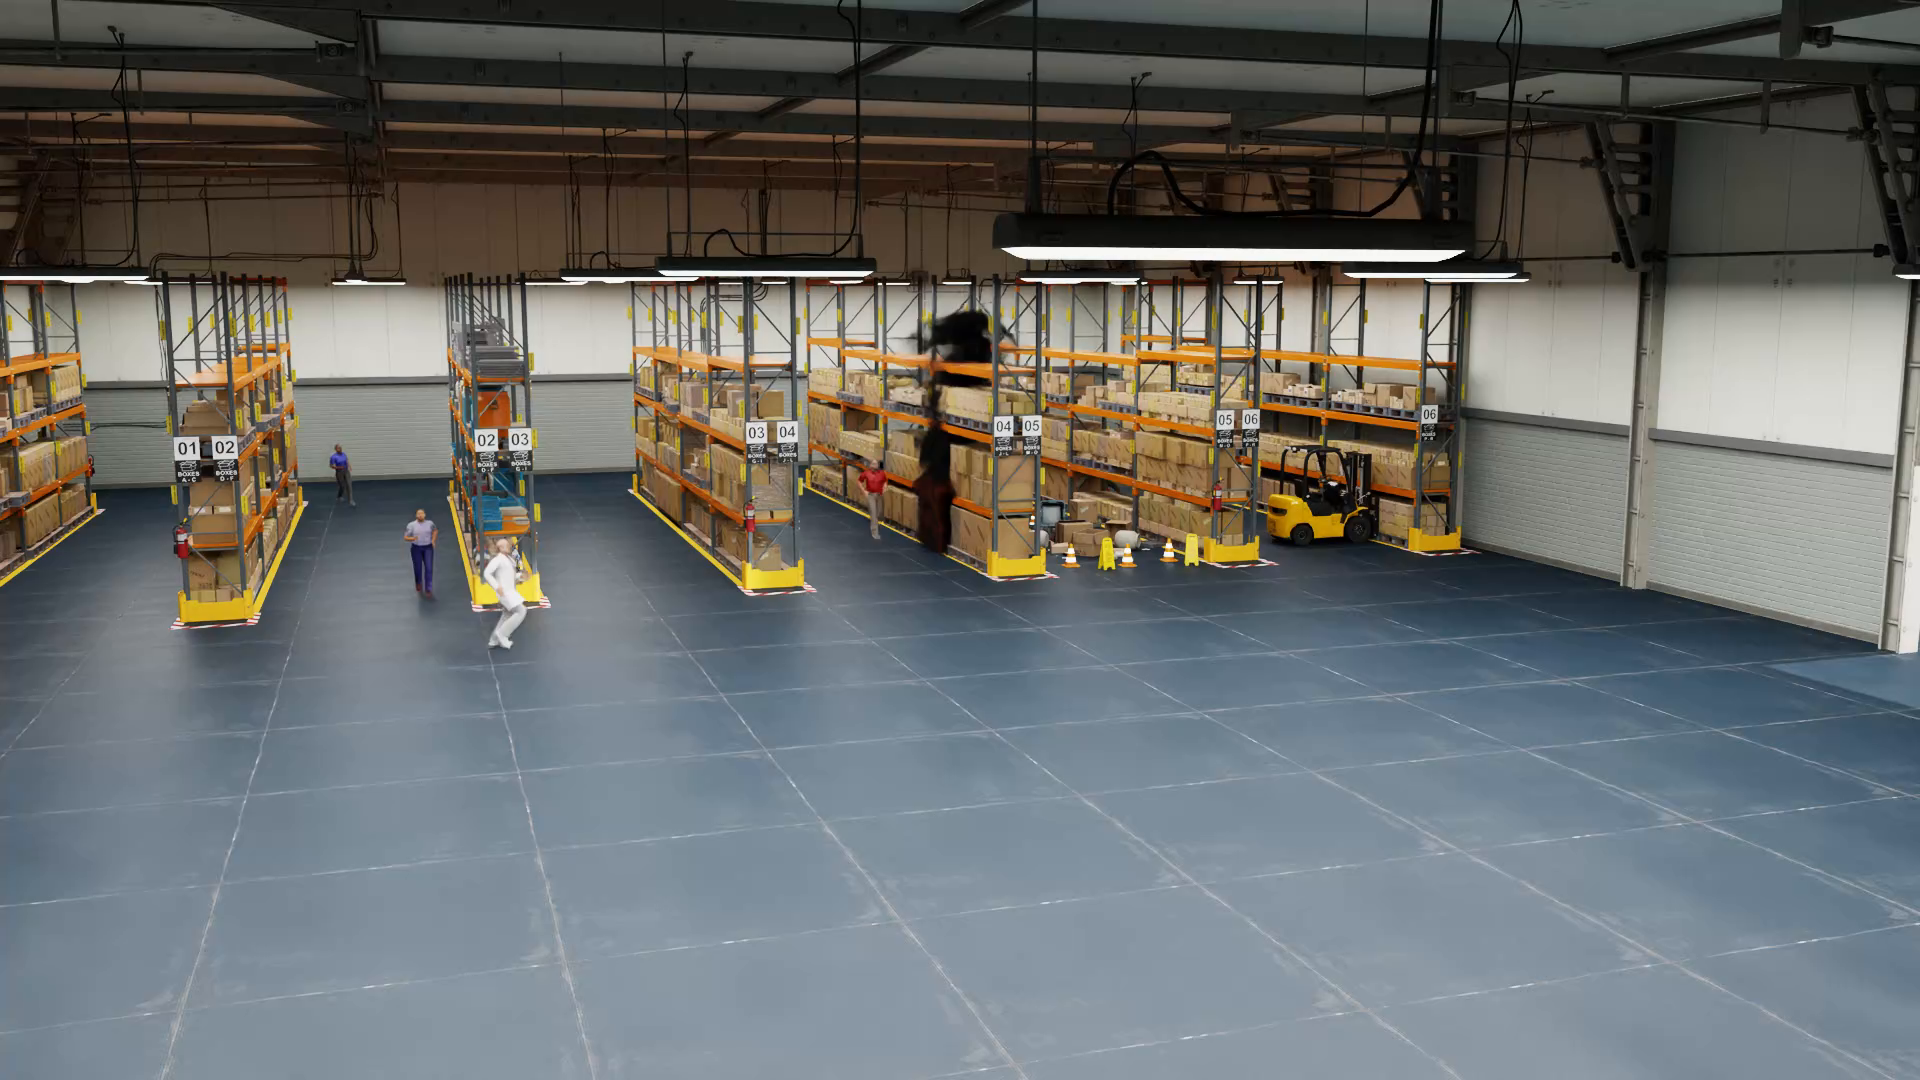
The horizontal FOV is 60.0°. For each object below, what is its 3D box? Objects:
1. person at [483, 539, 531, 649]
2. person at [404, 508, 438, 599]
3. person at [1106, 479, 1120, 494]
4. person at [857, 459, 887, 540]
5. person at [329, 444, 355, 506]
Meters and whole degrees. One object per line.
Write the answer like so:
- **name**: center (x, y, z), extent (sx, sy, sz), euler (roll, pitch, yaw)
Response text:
- **person**: center (-7.198, 0.858, 26.535), extent (0.709, 1.748, 0.674), euler (0, 9, -3)
- **person**: center (-10.034, 0.219, 31.032), extent (0.609, 1.639, 0.908), euler (-3, 9, -21)
- **person**: center (4.049, -1.892, 44.892), extent (0.645, 1.736, 0.636), euler (-4, 10, -26)
- **person**: center (-1.895, -0.903, 36.559), extent (0.671, 1.758, 0.703), euler (-4, 9, -24)
- **person**: center (-16.472, -1.730, 44.225), extent (0.861, 1.623, 0.606), euler (8, 12, 44)
